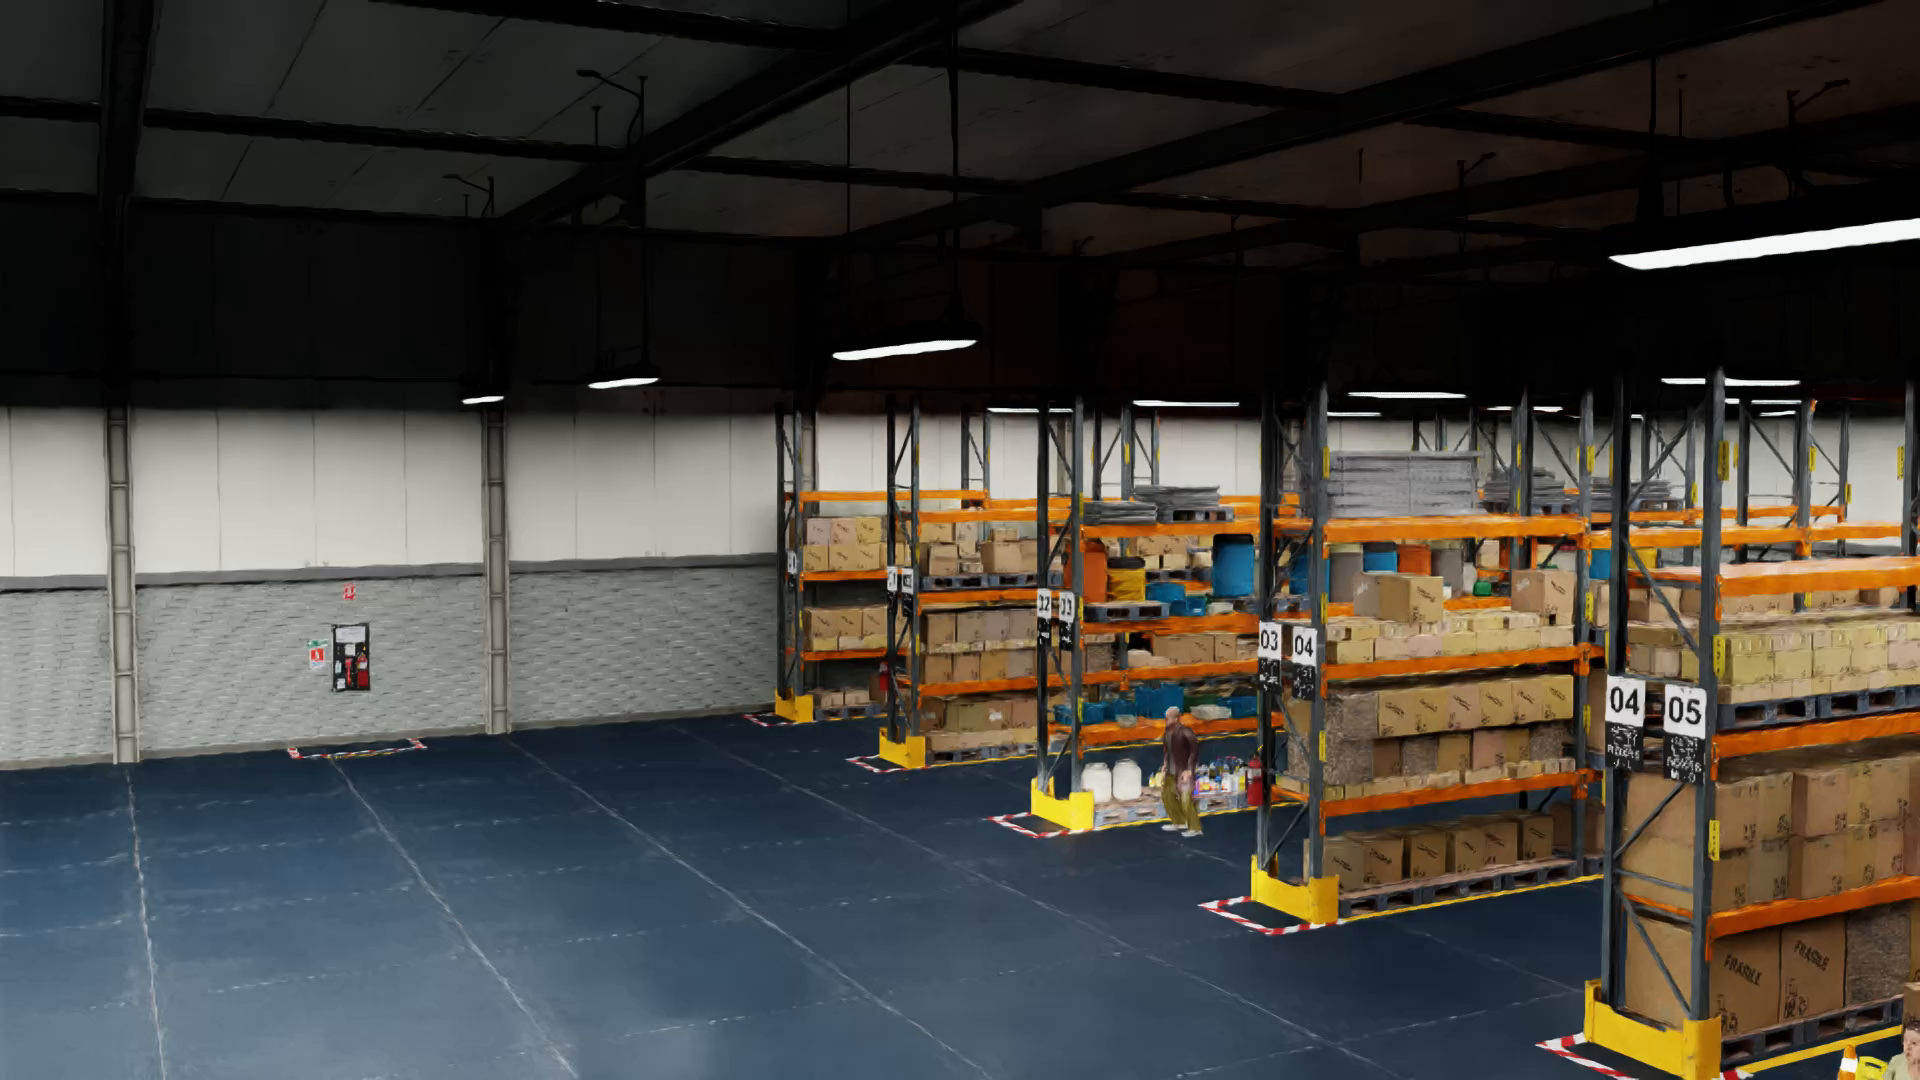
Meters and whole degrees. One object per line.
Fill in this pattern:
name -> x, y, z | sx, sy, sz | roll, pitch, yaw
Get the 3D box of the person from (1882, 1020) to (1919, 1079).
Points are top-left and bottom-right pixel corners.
person -> 6.029, 3.771, 10.358 | 0.775, 1.604, 0.609 | -1, 3, -22

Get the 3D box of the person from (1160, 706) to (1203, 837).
person -> 2.931, 3.055, 22.050 | 0.546, 1.733, 0.729 | -2, 4, -29
